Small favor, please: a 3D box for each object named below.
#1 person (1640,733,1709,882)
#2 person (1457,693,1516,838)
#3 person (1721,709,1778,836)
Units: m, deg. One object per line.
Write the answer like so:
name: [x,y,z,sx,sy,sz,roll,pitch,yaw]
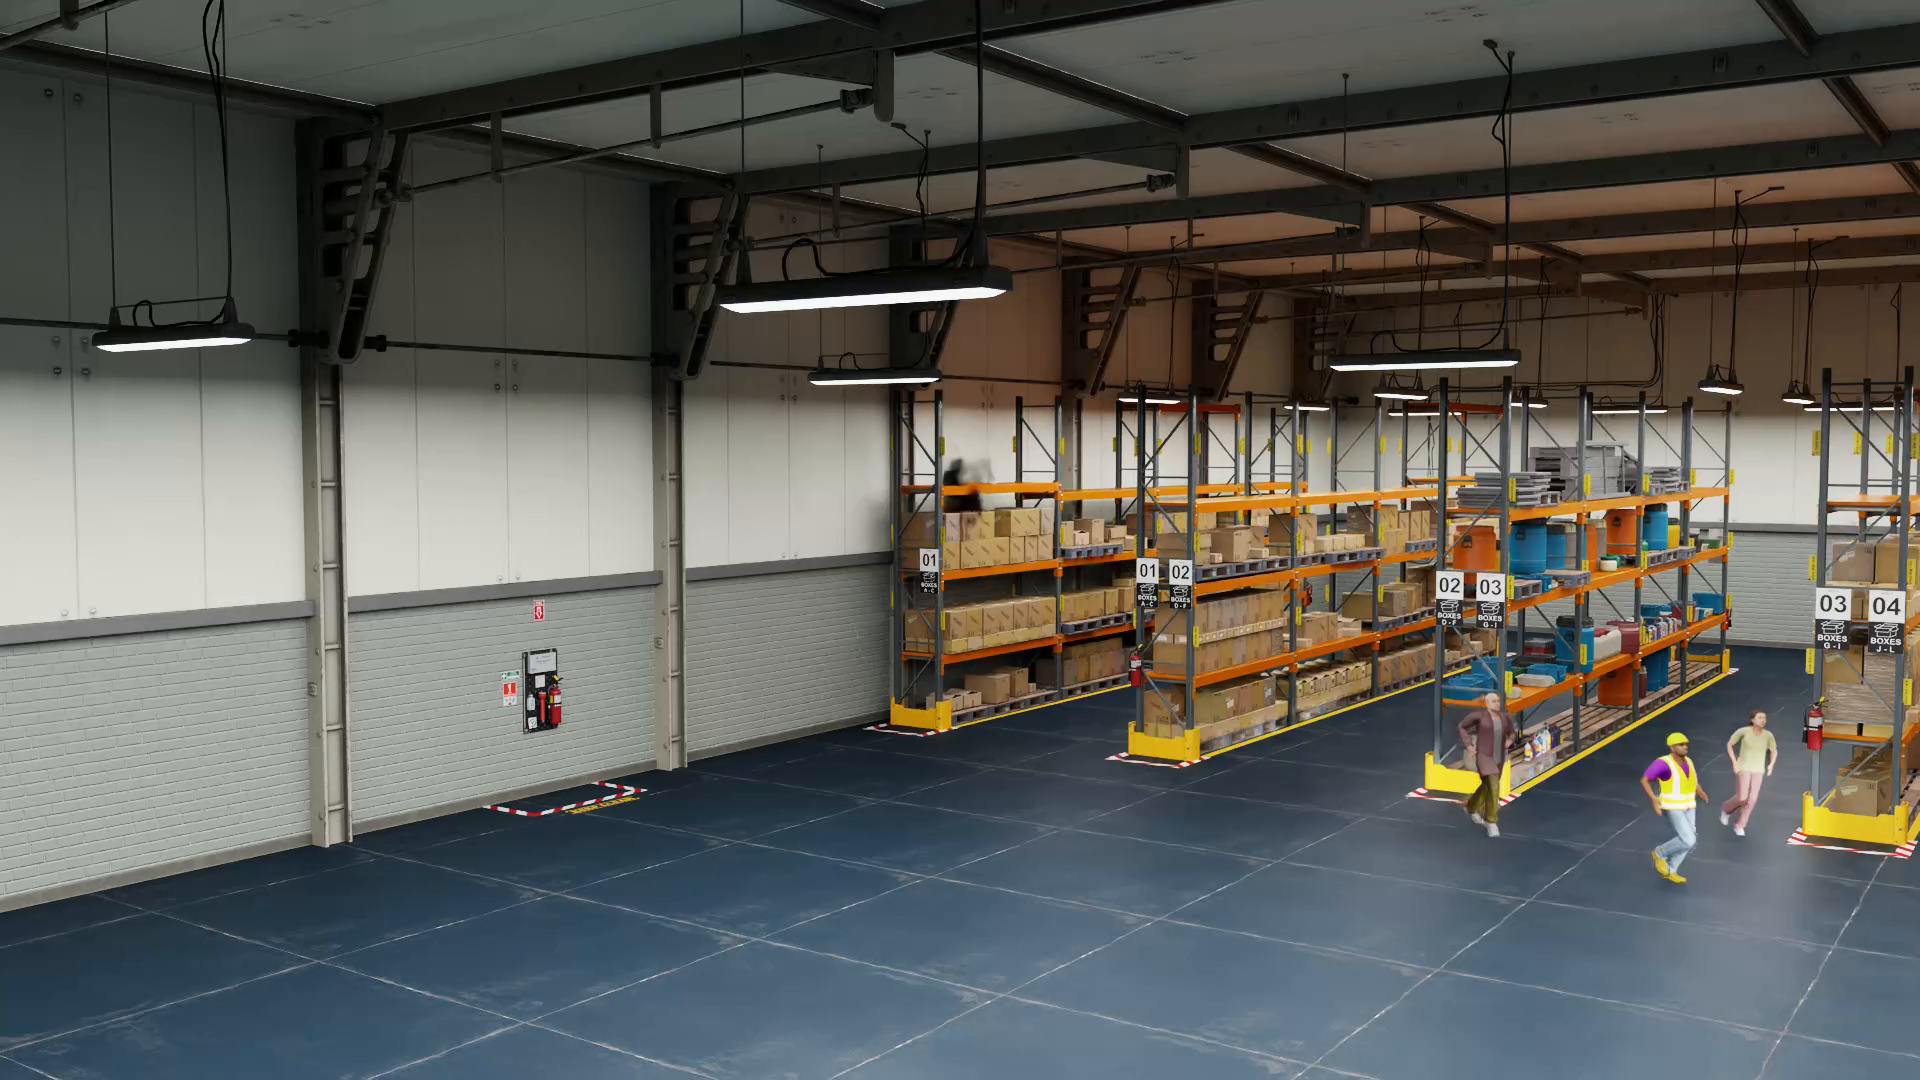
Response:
person: [8.240,3.068,19.020,0.706,1.720,0.575,-2,4,-25]
person: [6.889,2.899,21.688,0.707,1.843,0.856,-1,3,-22]
person: [10.246,2.981,21.531,0.618,1.622,0.540,0,3,5]
